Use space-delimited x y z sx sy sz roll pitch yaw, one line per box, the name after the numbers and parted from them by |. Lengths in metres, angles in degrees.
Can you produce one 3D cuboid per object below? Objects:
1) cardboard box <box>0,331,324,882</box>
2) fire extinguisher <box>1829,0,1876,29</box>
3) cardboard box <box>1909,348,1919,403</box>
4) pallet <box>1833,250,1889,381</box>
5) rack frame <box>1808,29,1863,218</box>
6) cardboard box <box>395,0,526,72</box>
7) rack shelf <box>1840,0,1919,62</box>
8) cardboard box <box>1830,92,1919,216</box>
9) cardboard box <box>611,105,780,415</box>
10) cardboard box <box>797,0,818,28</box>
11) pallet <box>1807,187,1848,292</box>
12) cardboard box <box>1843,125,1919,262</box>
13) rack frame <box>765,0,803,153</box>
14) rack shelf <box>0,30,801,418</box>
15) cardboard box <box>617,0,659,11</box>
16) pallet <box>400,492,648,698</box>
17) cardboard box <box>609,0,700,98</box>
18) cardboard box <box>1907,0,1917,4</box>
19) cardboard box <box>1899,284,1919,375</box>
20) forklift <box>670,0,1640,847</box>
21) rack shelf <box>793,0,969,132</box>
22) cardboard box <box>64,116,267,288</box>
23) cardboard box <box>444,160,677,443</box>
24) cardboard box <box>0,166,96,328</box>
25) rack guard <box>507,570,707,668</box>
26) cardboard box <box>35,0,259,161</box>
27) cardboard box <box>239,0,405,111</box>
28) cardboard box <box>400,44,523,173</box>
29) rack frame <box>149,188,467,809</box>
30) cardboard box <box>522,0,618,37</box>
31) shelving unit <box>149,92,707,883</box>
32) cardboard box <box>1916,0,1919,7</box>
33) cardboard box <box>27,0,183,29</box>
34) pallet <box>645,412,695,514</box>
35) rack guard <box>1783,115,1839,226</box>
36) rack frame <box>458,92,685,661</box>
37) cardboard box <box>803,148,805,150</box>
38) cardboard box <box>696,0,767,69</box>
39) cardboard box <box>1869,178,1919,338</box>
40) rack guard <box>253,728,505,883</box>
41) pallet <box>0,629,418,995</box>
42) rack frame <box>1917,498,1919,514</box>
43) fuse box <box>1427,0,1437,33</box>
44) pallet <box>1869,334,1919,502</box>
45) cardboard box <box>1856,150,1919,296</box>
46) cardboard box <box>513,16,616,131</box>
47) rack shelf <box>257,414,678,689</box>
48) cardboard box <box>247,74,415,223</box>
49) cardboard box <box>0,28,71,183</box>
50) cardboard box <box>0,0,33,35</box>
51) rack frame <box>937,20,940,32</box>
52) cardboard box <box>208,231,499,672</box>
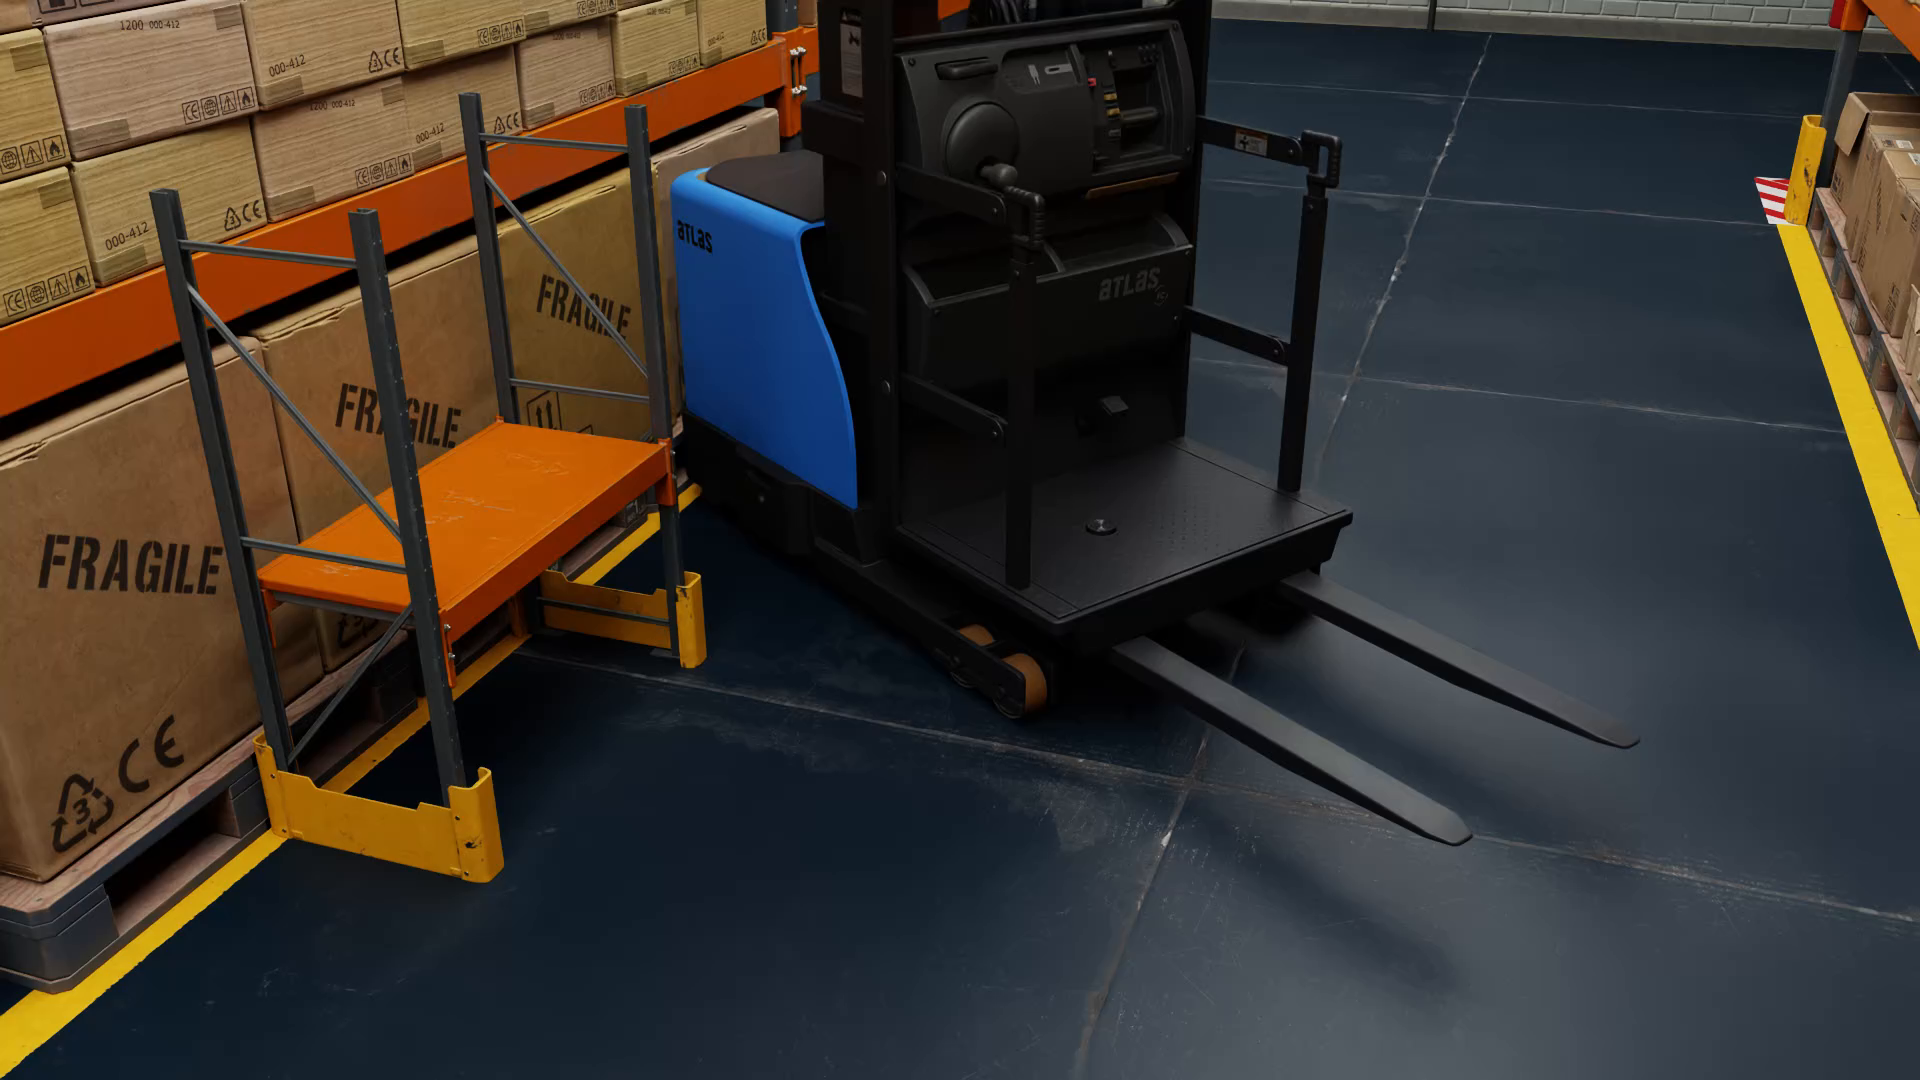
-2.104 0.060 3.640 0.875 0.875 0.875 8 27 17 | cardboard box
4.545 -2.930 8.375 0.296 0.674 0.183 9 27 17 | fire extinguisher
3.509 -0.538 5.709 0.380 0.149 0.250 8 27 16 | cardboard box
4.234 -0.891 6.848 1.003 0.211 1.213 9 27 17 | pallet
4.932 -3.005 8.014 1.000 3.000 0.127 9 27 17 | rack frame
-1.479 -1.387 4.271 0.500 0.250 0.500 9 27 18 | cardboard box
4.266 -1.859 6.473 1.077 0.370 4.000 9 27 17 | rack shelf
4.639 -1.833 7.976 0.797 0.503 0.637 8 27 15 | cardboard box
-1.212 -1.046 5.924 0.875 0.875 0.875 10 27 19 | cardboard box
-0.678 -2.279 6.401 0.500 0.500 0.500 10 27 19 | cardboard box
4.642 -1.391 7.880 1.003 0.211 1.213 9 27 17 | pallet
4.317 -1.485 7.263 0.700 0.500 0.500 10 28 20 | cardboard box
-1.082 -2.079 6.102 1.000 3.000 0.127 9 27 17 | rack frame
-1.747 -0.934 4.562 1.077 0.370 4.000 9 27 17 | rack shelf
-1.158 -1.814 5.153 0.500 0.250 0.500 9 27 19 | cardboard box
-1.672 0.007 4.994 1.003 0.211 1.213 9 27 17 | pallet
-1.164 -1.582 5.247 0.500 0.250 0.500 8 27 17 | cardboard box
4.088 -2.274 6.793 0.380 0.149 0.250 8 27 16 | cardboard box
3.628 -0.738 5.987 0.396 0.266 0.258 10 27 19 | cardboard box
0.378 -1.101 4.162 1.130 2.935 3.031 -18 31 -33 | forklift
-0.416 -2.577 7.957 1.077 0.370 4.000 9 27 17 | rack shelf
-1.858 -0.746 3.521 0.500 0.250 0.500 8 27 16 | cardboard box
-1.506 -0.673 5.155 0.875 0.875 0.875 10 27 19 | cardboard box
-2.013 -0.533 3.080 0.500 0.250 0.500 8 27 17 | cardboard box
-0.983 0.181 4.589 0.587 0.250 0.087 9 27 17 | rack guard
-1.838 -0.978 3.426 0.500 0.250 0.500 9 27 19 | cardboard box
-1.661 -1.181 3.845 0.500 0.250 0.500 9 27 17 | cardboard box
-1.517 -1.164 4.385 0.500 0.250 0.500 9 27 17 | cardboard box
-1.315 0.037 3.453 0.500 1.500 0.032 9 27 17 | rack frame
-1.325 -1.600 4.711 0.500 0.250 0.500 9 27 19 | cardboard box
-1.146 -0.176 3.893 0.587 1.500 1.083 9 27 17 | shelving unit
4.019 -2.163 6.564 0.380 0.149 0.250 9 27 19 | cardboard box
-1.862 -1.303 3.237 0.500 0.500 0.500 9 27 18 | cardboard box
-1.267 -0.496 6.033 1.003 0.211 1.213 9 27 17 | pallet
4.906 -1.849 8.494 1.175 0.500 0.348 9 27 17 | rack guard
-0.982 -0.382 4.318 0.500 1.500 0.032 9 27 17 | rack frame
-0.771 -1.358 7.070 0.875 0.438 0.875 8 27 17 | cardboard box
-0.993 -1.791 5.679 0.500 0.250 0.500 8 27 16 | cardboard box
3.972 -1.059 6.381 0.700 0.500 0.500 8 27 15 | cardboard box
-1.309 0.591 3.742 0.587 0.250 0.087 9 27 17 | rack guard
-2.079 0.507 3.962 1.003 0.211 1.213 9 27 17 | pallet
3.600 -1.361 4.619 1.000 3.000 0.127 9 27 17 | rack frame
4.036 -5.099 13.818 0.539 1.711 0.414 9 27 17 | fuse box
3.830 -0.388 5.809 1.003 0.211 1.213 9 27 17 | pallet
4.047 -1.283 6.844 0.500 0.500 0.500 9 27 18 | cardboard box
-1.350 -1.377 4.824 0.500 0.250 0.500 8 27 16 | cardboard box
-1.149 -0.011 3.964 0.538 0.185 1.000 9 27 17 | rack shelf
-1.678 -0.961 3.965 0.500 0.250 0.500 10 27 19 | cardboard box
-2.011 -0.765 2.987 0.500 0.250 0.500 9 27 17 | cardboard box
-2.018 -1.098 2.813 0.500 0.500 0.500 8 27 16 | cardboard box
0.250 -3.723 9.497 1.000 3.000 0.127 9 27 17 | rack frame
-1.804 -0.306 4.396 0.875 0.875 0.875 9 27 18 | cardboard box
